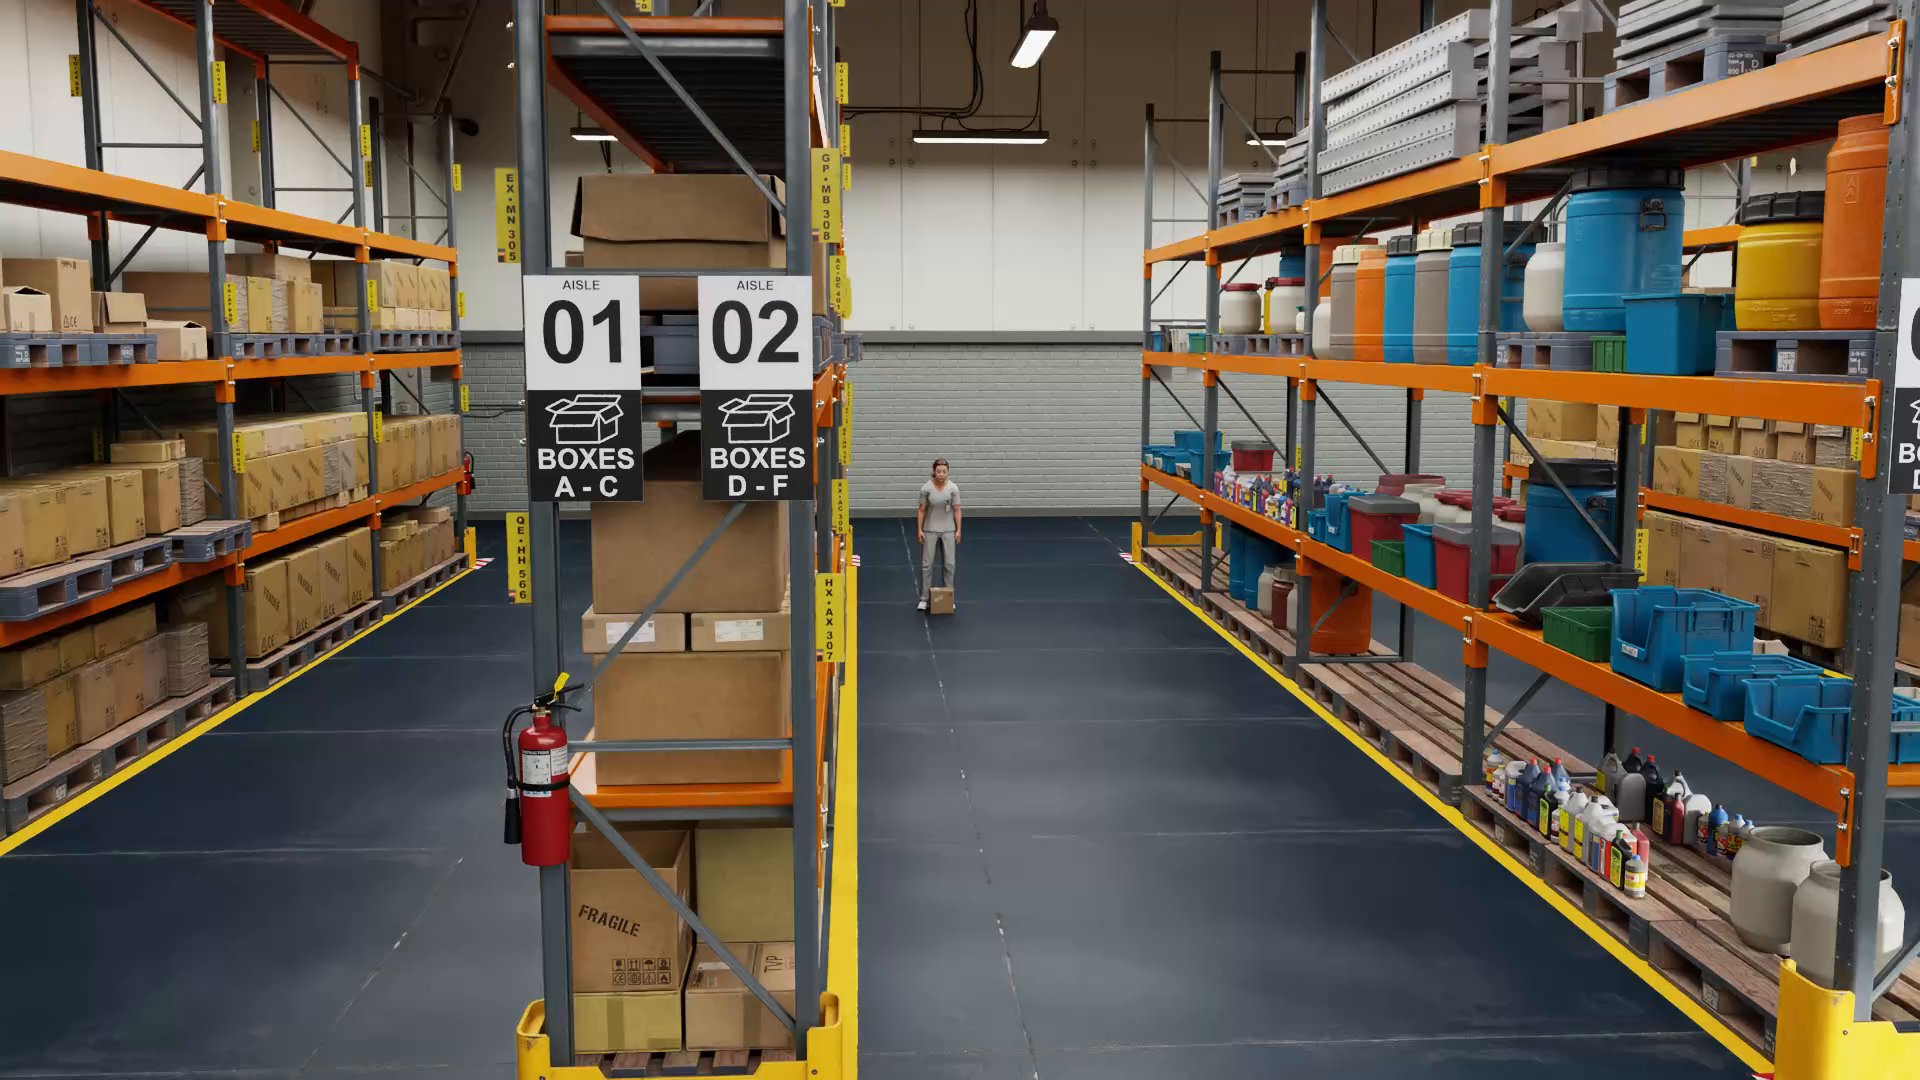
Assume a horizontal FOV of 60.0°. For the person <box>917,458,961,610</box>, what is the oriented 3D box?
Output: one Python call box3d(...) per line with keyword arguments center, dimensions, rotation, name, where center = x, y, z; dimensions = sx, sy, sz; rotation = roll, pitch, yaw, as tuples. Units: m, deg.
box3d(center=(-0.231, -0.073, 18.359), dimensions=(0.495, 1.673, 0.354), rotation=(-1, 7, -4), name="person")
